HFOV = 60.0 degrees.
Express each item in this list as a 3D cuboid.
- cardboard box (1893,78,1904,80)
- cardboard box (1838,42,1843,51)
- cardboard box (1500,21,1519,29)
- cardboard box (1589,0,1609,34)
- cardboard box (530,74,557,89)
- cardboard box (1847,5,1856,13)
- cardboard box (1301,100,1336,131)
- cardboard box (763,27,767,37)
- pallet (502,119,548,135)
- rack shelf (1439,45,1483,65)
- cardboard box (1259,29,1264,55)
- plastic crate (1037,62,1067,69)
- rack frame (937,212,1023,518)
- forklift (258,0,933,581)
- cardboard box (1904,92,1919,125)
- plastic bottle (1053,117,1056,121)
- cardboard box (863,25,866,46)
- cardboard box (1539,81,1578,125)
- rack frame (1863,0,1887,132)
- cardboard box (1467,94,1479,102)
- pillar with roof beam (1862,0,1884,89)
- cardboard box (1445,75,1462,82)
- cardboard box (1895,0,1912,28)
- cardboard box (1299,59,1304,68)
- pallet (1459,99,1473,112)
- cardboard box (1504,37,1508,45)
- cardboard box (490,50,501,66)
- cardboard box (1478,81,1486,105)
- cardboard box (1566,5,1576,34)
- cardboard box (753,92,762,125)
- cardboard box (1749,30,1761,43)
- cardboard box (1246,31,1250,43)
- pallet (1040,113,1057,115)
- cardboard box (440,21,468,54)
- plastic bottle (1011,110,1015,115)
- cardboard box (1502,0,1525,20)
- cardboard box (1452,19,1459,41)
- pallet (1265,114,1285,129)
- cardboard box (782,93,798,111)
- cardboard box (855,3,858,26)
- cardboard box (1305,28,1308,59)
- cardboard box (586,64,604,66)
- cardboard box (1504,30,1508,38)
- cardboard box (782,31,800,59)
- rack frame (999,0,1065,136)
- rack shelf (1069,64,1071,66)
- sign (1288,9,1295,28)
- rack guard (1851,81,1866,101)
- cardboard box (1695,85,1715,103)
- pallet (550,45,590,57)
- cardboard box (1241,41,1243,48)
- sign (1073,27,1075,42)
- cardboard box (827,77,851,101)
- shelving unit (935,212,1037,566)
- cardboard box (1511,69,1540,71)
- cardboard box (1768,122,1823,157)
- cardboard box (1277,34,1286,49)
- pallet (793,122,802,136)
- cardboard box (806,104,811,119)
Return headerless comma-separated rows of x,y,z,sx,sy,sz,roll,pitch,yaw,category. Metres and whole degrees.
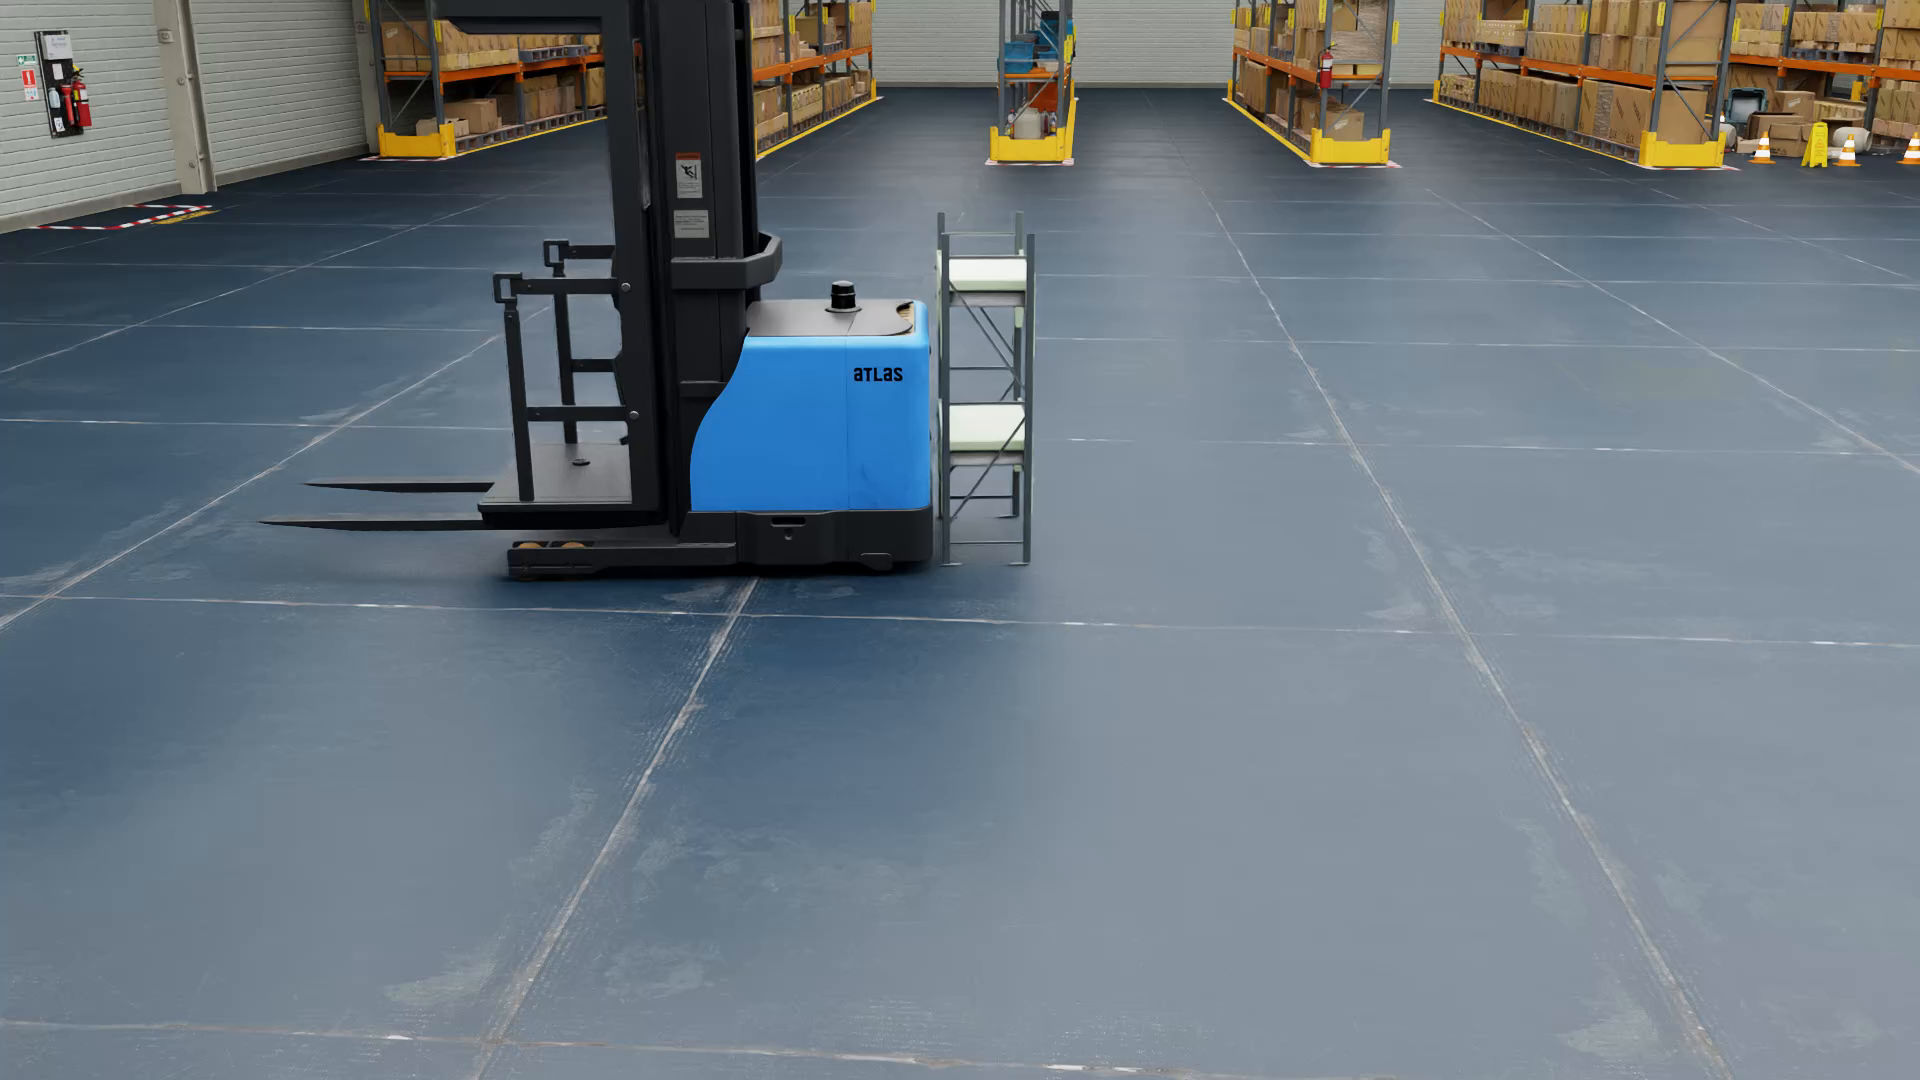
21.653,-10.329,37.969,0.500,0.500,0.500,2,18,5,cardboard box
16.067,-8.877,29.927,0.380,0.149,0.250,1,18,4,cardboard box
11.215,-10.479,33.858,0.380,0.149,0.250,1,18,4,cardboard box
11.212,-8.864,28.184,0.875,0.550,0.550,1,18,4,cardboard box
-8.305,-9.087,32.942,0.500,0.250,0.500,2,18,5,cardboard box
16.058,-9.460,29.621,0.380,0.149,0.250,1,18,2,cardboard box
6.265,-7.424,29.104,0.500,0.500,0.500,1,18,2,cardboard box
-3.462,-8.548,27.990,0.380,0.149,0.250,2,18,6,cardboard box
-8.434,-7.784,31.341,1.003,0.211,1.213,1,18,4,pallet
11.990,-11.158,38.313,1.077,0.370,4.000,1,18,4,rack shelf
6.484,-10.301,34.381,0.500,0.500,0.500,1,18,2,cardboard box
1.529,-8.011,27.978,0.530,0.136,0.437,1,18,4,plastic crate
0.094,-0.826,8.035,0.400,1.500,0.023,-1,18,-2,rack frame
-1.647,-1.380,7.427,3.031,2.935,1.130,0,18,-1,forklift
15.841,-7.059,27.187,0.500,0.500,0.500,2,18,7,cardboard box
1.593,-7.073,28.368,0.097,0.271,0.097,0,18,0,plastic bottle
-2.523,-12.072,39.786,0.500,0.500,0.500,1,18,4,cardboard box
11.301,-8.019,30.516,1.050,0.750,0.750,1,18,4,cardboard box
16.218,-8.315,28.481,1.000,3.000,0.127,1,18,4,rack frame
11.535,-9.853,37.079,0.380,0.149,0.250,2,18,5,cardboard box
18.827,-15.696,41.374,9.100,9.000,0.400,1,18,4,pillar with roof beam
11.711,-10.929,39.409,0.380,0.149,0.250,1,18,4,cardboard box
15.911,-8.689,27.379,0.700,0.500,0.500,1,18,4,cardboard box
5.929,-8.046,28.065,0.380,0.149,0.250,1,18,4,cardboard box
11.860,-9.763,37.378,1.003,0.211,1.213,1,18,4,pallet
11.174,-10.037,33.466,0.380,0.149,0.250,2,18,5,cardboard box
-8.285,-8.341,28.770,0.500,0.250,0.500,1,18,4,cardboard box
11.529,-9.667,35.947,0.500,0.500,0.500,2,18,6,cardboard box
11.374,-9.388,29.989,0.700,0.500,0.500,1,18,4,cardboard box
-3.540,-7.082,27.256,0.500,0.500,0.500,1,18,4,cardboard box
16.335,-10.198,33.667,0.500,0.250,0.500,1,18,2,cardboard box
6.677,-11.234,37.152,0.500,0.250,0.500,1,18,3,cardboard box
1.585,-8.324,32.988,1.003,0.211,1.213,1,18,4,pallet
-8.396,-8.215,27.181,0.500,0.500,0.500,1,18,4,cardboard box
0.908,-7.297,28.922,0.144,0.351,0.185,1,18,2,plastic bottle
12.122,-11.677,36.499,0.500,0.500,0.500,2,18,5,cardboard box
11.765,-11.858,38.656,0.500,0.500,0.500,2,18,5,cardboard box
6.562,-8.211,32.641,1.003,0.211,1.213,1,18,4,pallet
-3.269,-8.040,30.485,0.500,0.311,0.500,1,18,4,cardboard box
-2.623,-12.066,38.163,0.500,0.500,0.500,1,18,2,cardboard box
6.233,-8.274,27.720,0.875,0.500,0.500,1,18,4,cardboard box
-7.893,-10.049,36.553,0.750,0.750,0.750,2,18,6,cardboard box
11.175,-10.186,33.443,0.380,0.149,0.250,2,18,5,cardboard box
-3.365,-9.527,32.019,0.500,0.500,0.500,0,18,1,cardboard box
1.106,-7.404,25.702,1.000,3.000,0.127,1,18,4,rack frame
1.823,-10.168,35.293,1.077,0.370,4.000,1,18,4,rack shelf
5.779,-9.097,29.010,0.100,0.325,0.005,1,18,4,sign
22.024,-10.721,39.838,1.175,0.500,0.348,1,18,4,rack guard
16.943,-9.974,36.985,0.875,0.438,0.875,1,18,3,cardboard box
-8.147,-9.795,33.307,1.213,0.211,1.003,1,18,4,pallet
6.713,-11.481,38.549,0.380,0.149,0.250,2,18,5,cardboard box
2.515,-11.250,36.994,0.100,0.325,0.005,1,18,4,sign
-2.723,-10.104,37.251,0.500,0.500,0.500,1,18,4,cardboard box
0.107,-0.712,7.687,0.431,1.500,0.755,-1,18,-2,shelving unit
11.995,-9.850,35.303,0.500,0.250,0.500,2,18,7,cardboard box
13.532,-6.488,26.916,0.797,0.503,0.637,-13,22,-34,cardboard box
6.270,-9.391,31.333,0.500,0.250,0.500,1,18,2,cardboard box
-3.533,-7.663,30.970,1.003,0.211,1.213,1,18,4,pallet
-3.162,-8.249,32.020,0.500,0.250,0.500,2,18,5,cardboard box
